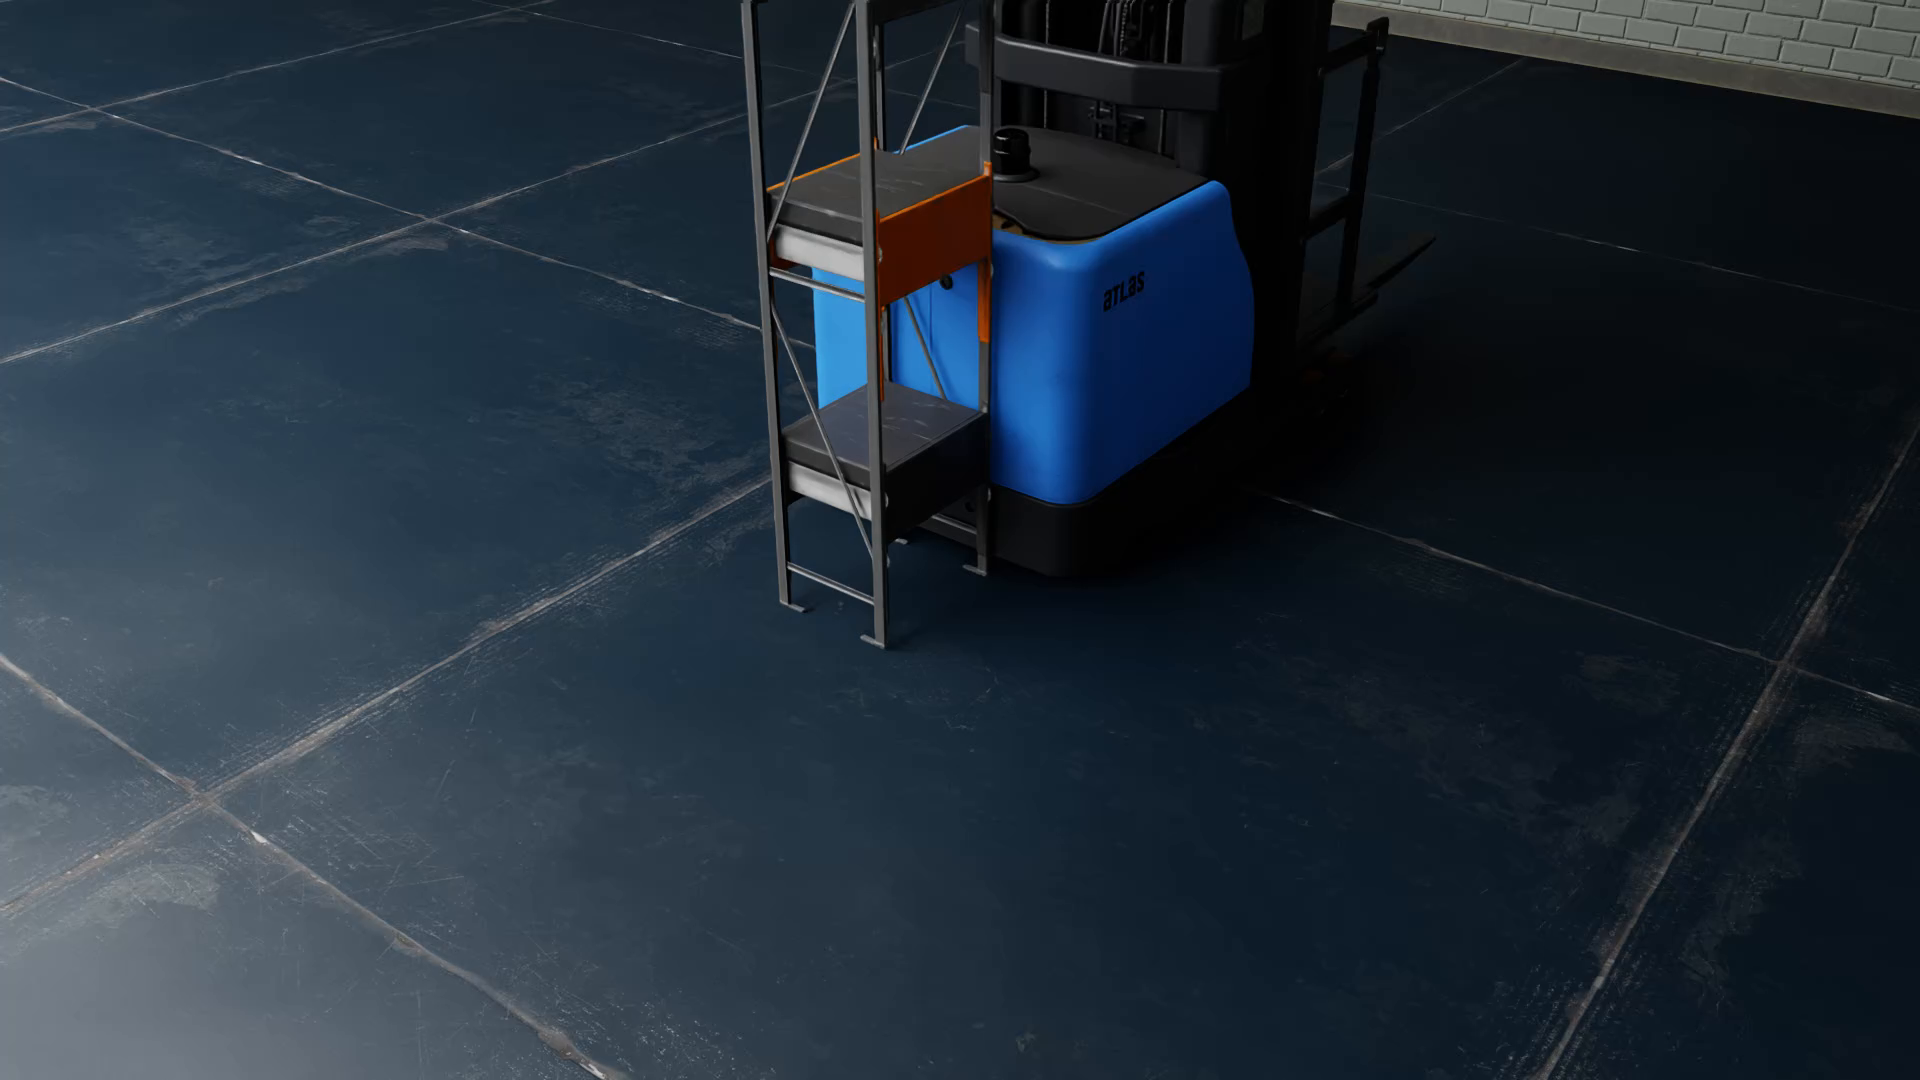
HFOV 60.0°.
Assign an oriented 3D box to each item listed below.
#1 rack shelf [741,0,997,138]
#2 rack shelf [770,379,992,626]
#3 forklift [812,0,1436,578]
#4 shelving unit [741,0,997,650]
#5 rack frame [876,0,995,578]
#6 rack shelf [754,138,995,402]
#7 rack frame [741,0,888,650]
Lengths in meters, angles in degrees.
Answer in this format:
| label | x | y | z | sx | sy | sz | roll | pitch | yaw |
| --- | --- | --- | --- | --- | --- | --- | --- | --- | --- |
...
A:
| label | x | y | z | sx | sy | sz | roll | pitch | yaw |
| --- | --- | --- | --- | --- | --- | --- | --- | --- | --- |
| rack shelf | -0.222 | -1.344 | 4.112 | 0.431 | 0.518 | 0.480 | 21 | 37 | 31 |
| rack shelf | -0.222 | -0.139 | 4.826 | 0.431 | 0.518 | 0.480 | 21 | 37 | 31 |
| forklift | 0.822 | -1.842 | 5.484 | 1.130 | 2.935 | 3.031 | 21 | 37 | 31 |
| shelving unit | -0.222 | -0.753 | 4.462 | 0.431 | 2.100 | 0.503 | 21 | 37 | 31 |
| rack frame | -0.075 | -0.853 | 4.629 | 0.400 | 2.100 | 0.015 | 21 | 37 | 31 |
| rack shelf | -0.222 | -0.742 | 4.469 | 0.431 | 0.518 | 0.480 | 21 | 37 | 31 |
| rack frame | -0.369 | -0.654 | 4.294 | 0.400 | 2.100 | 0.015 | 21 | 37 | 31 |
